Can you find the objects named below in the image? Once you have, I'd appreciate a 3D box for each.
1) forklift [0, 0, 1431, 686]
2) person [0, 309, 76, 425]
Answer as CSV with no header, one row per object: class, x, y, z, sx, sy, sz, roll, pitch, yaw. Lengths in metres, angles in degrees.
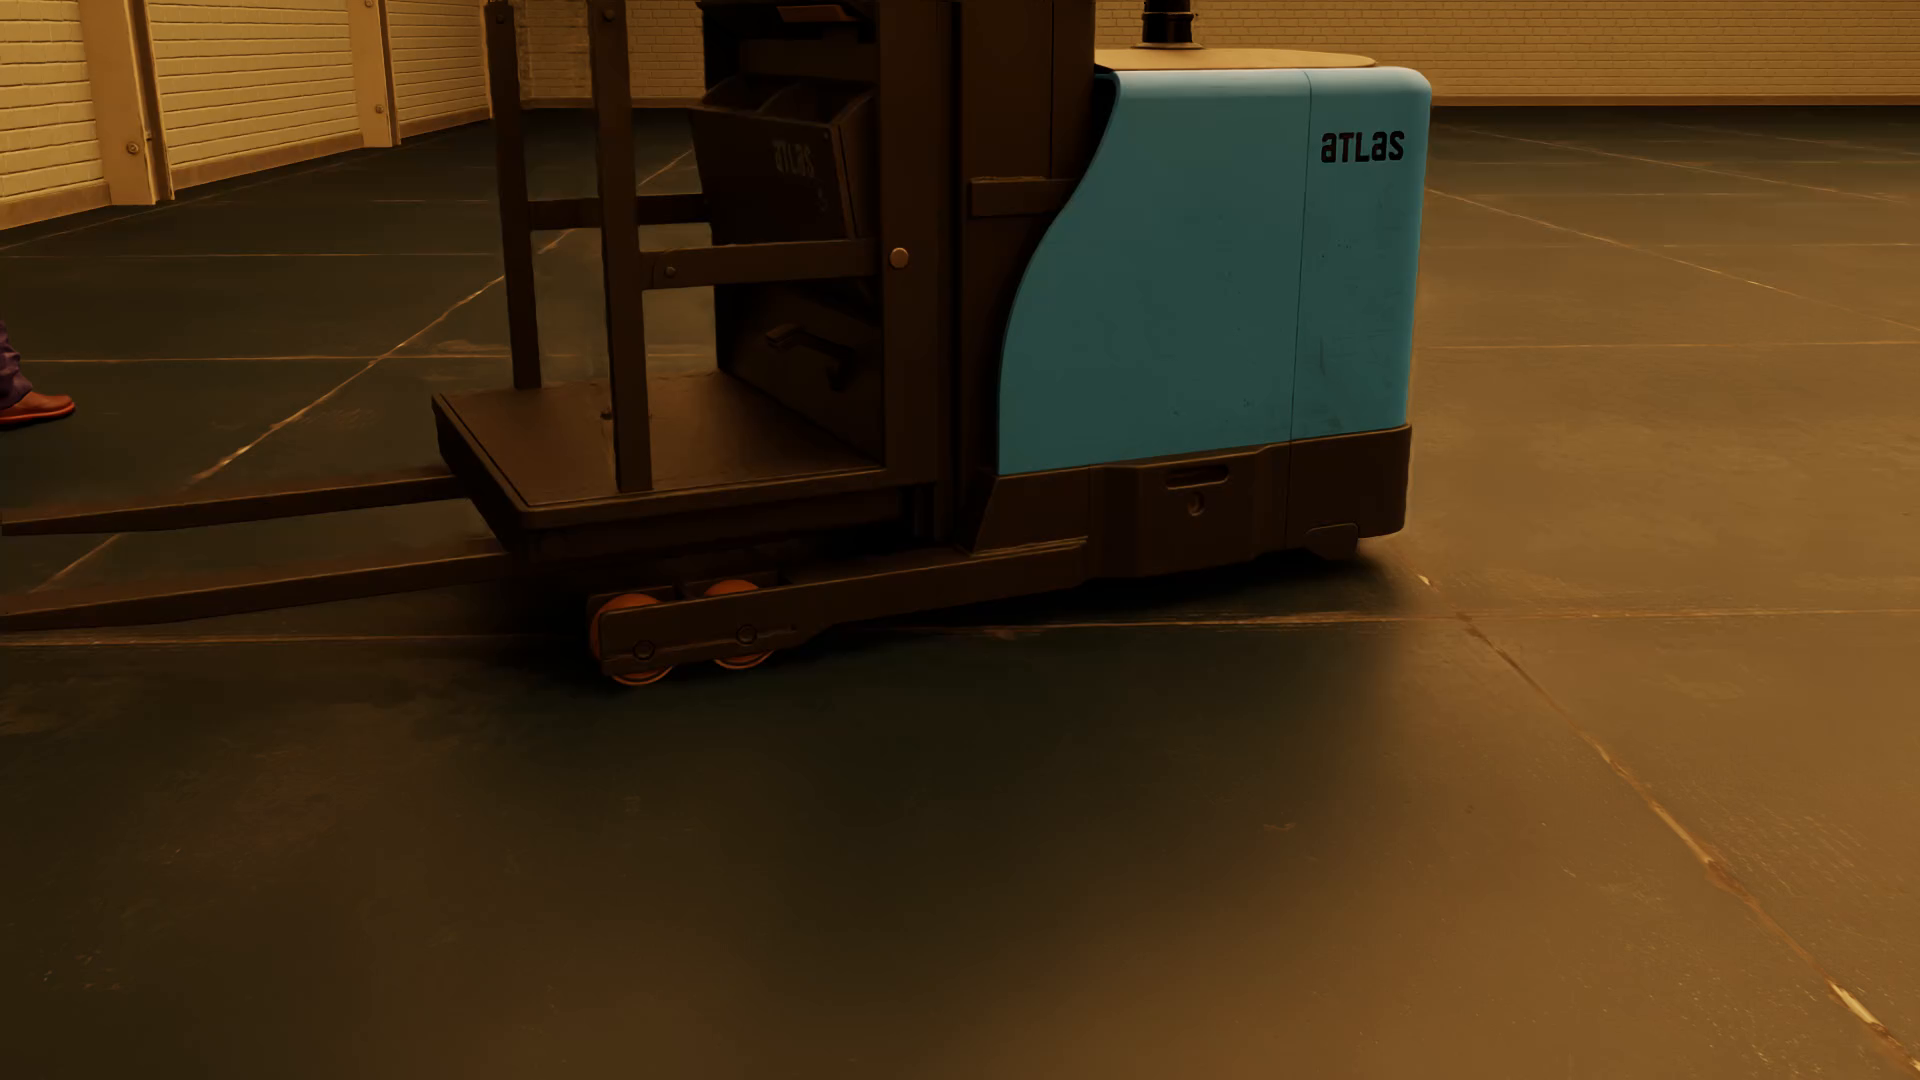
forklift,-0.550,-1.310,3.191,3.031,2.935,1.130,-8,19,-24
person,-3.086,-1.142,4.817,0.588,1.653,0.504,3,17,11
